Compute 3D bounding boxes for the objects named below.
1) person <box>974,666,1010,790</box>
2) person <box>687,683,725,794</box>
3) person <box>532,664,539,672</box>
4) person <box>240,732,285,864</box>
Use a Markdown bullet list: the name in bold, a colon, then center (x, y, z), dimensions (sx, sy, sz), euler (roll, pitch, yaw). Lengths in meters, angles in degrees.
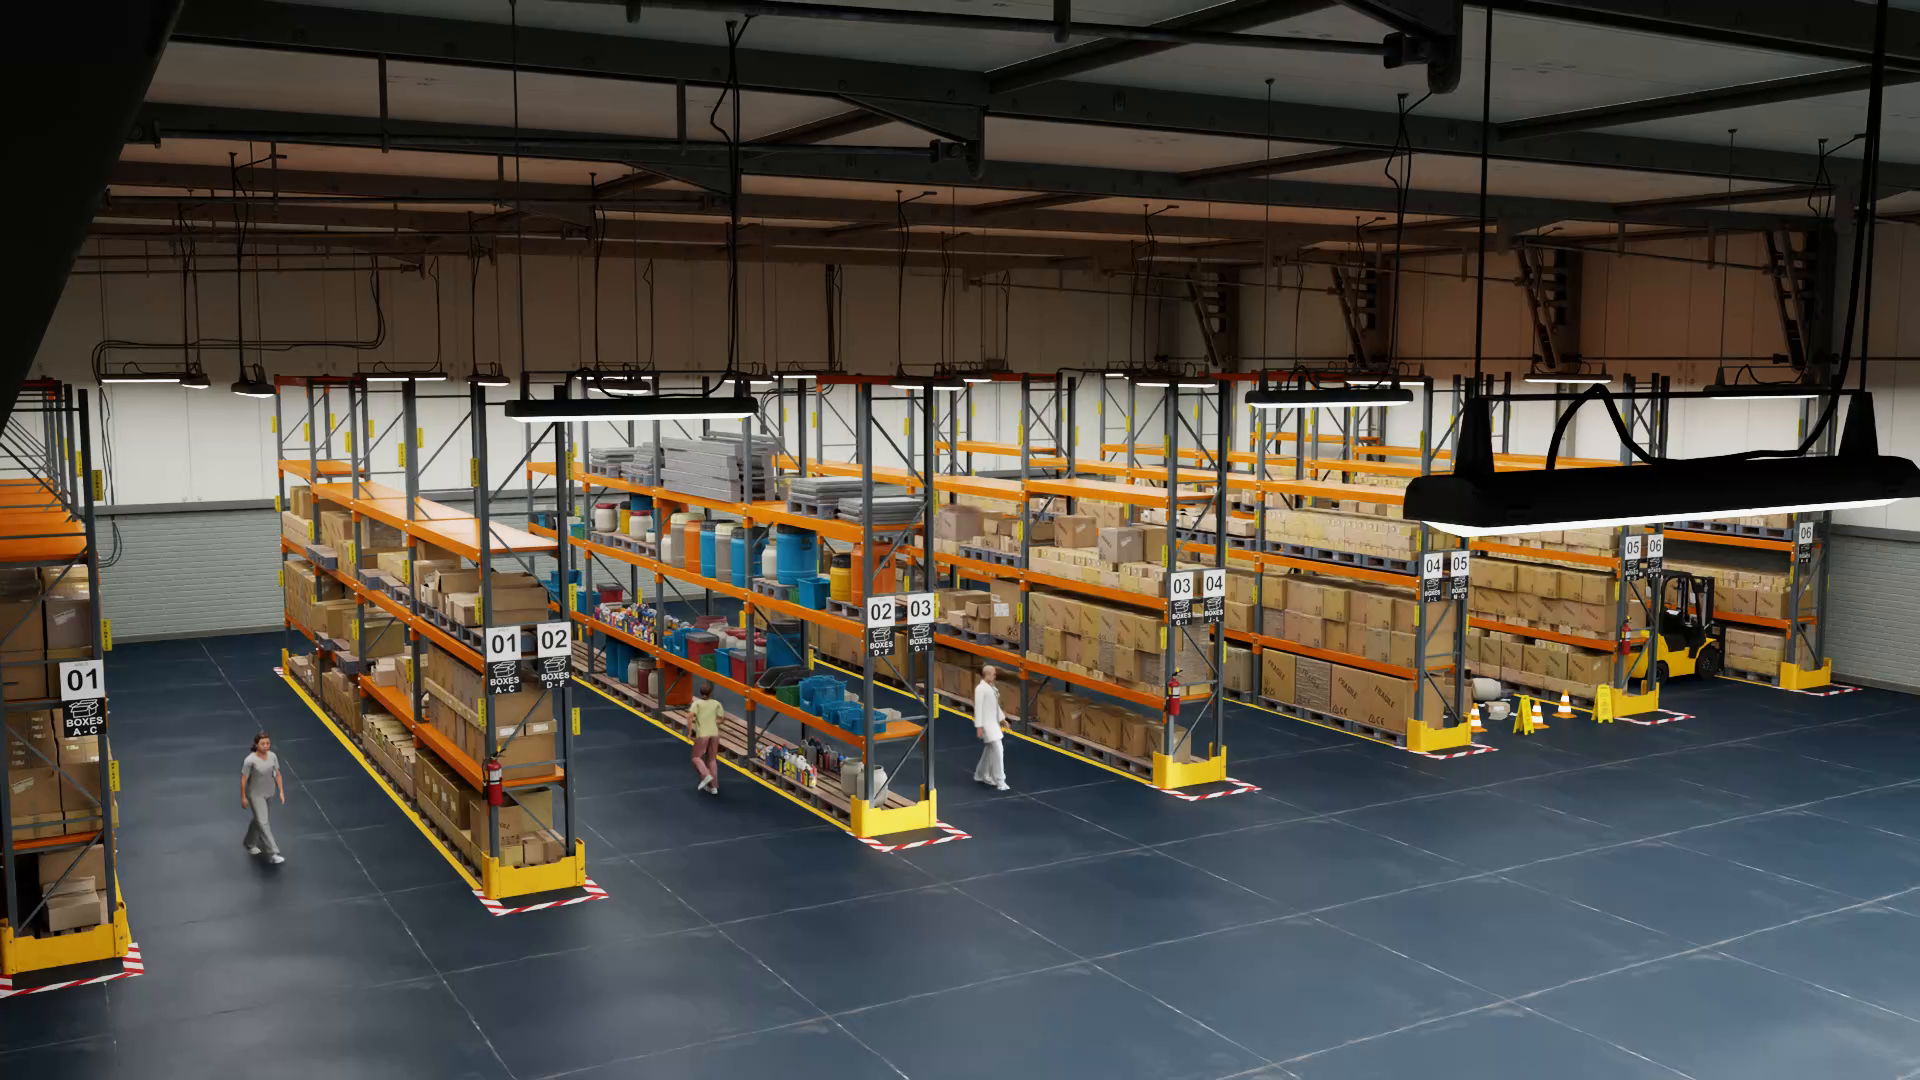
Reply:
- **person**: center (0.493, 2.782, 24.640), dimensions (0.645, 1.842, 0.611), euler (2, 7, 17)
- **person**: center (-3.721, 2.894, 24.404), dimensions (0.590, 1.567, 0.702), euler (-3, 7, -27)
- **person**: center (-8.263, 1.960, 32.515), dimensions (0.422, 1.603, 0.953), euler (-1, 6, -13)
- **person**: center (-8.738, 3.216, 20.915), dimensions (1.042, 1.611, 0.469), euler (3, 7, 28)
